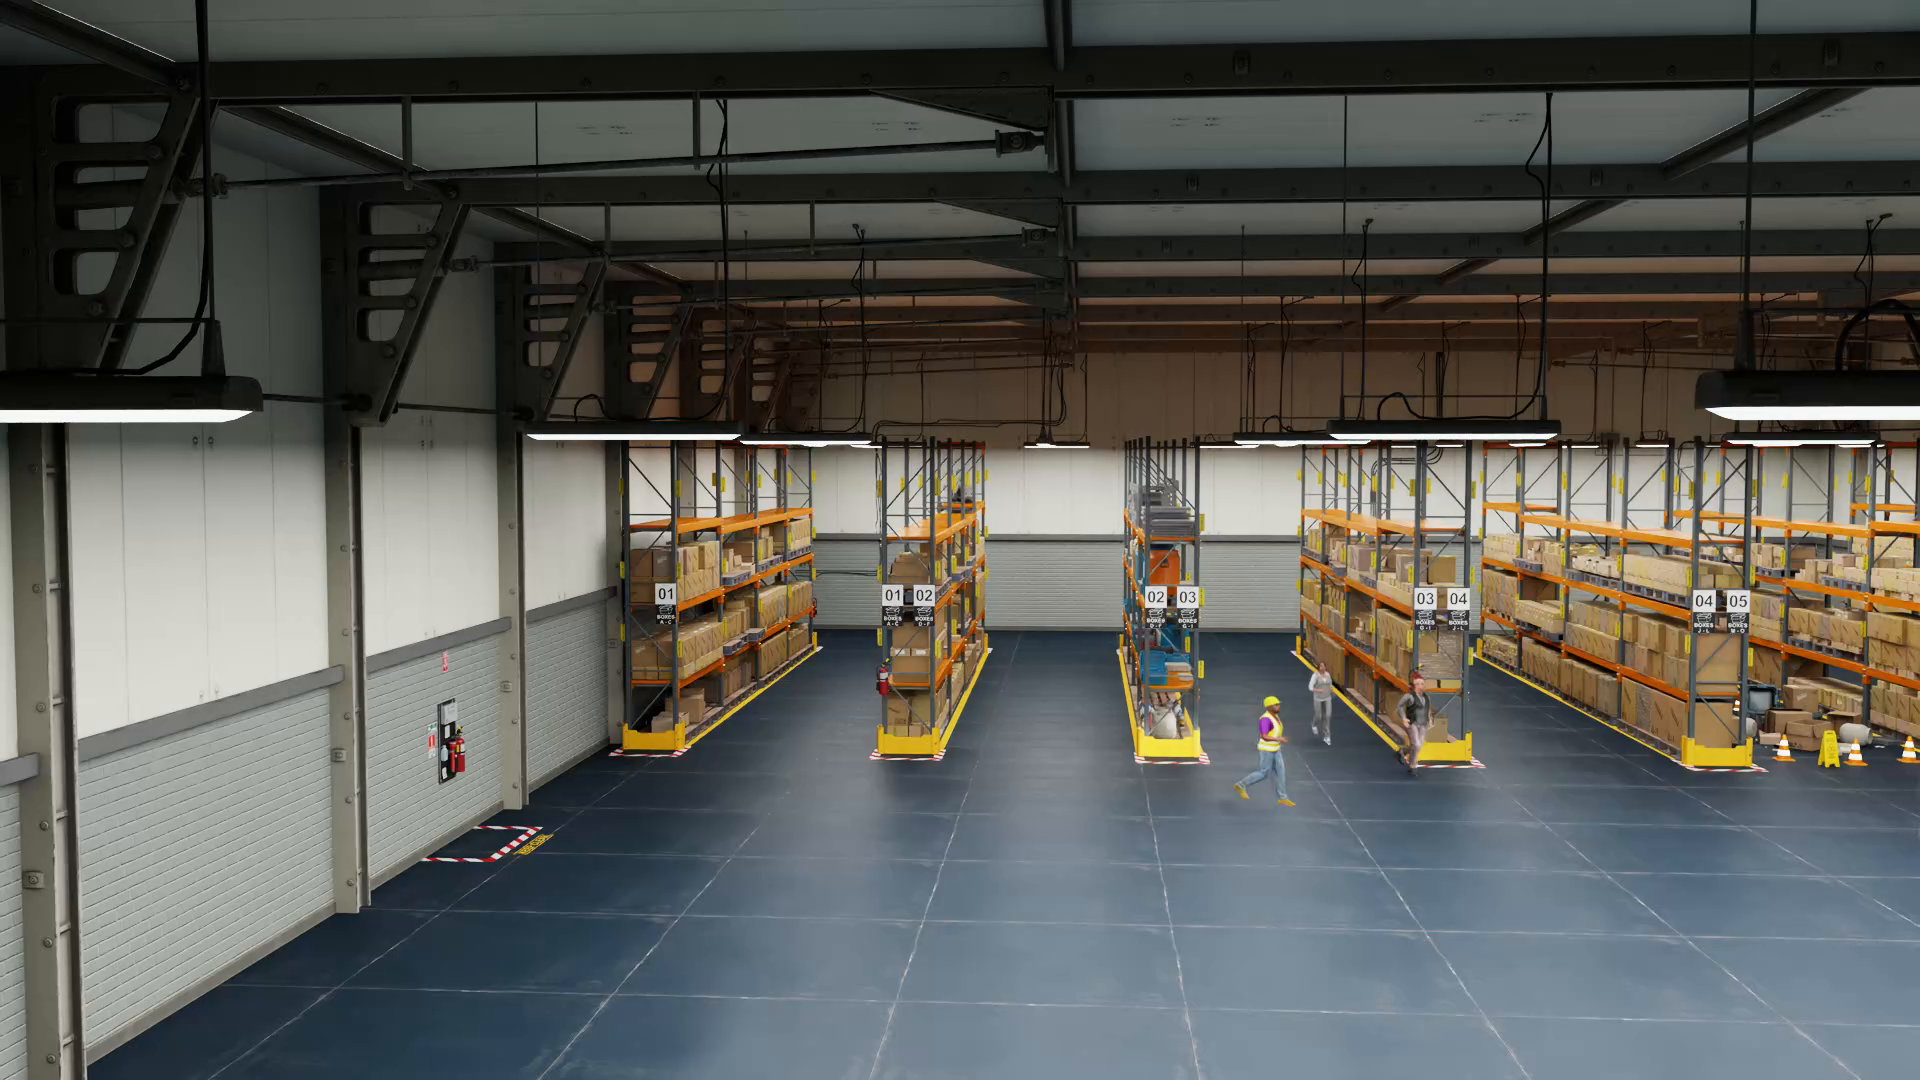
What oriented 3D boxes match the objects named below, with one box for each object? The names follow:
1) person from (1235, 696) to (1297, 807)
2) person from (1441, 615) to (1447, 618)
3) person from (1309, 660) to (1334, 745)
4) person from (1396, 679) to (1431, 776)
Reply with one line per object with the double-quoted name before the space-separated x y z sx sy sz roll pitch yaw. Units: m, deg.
"person" 4.961 3.401 26.863 0.975 1.771 0.710 2 3 27
"person" 13.081 2.527 44.774 0.584 1.623 0.596 1 3 16
"person" 7.120 3.168 32.761 0.548 1.607 0.848 0 3 -6
"person" 8.109 3.312 29.677 0.701 1.690 0.733 -1 3 -26
